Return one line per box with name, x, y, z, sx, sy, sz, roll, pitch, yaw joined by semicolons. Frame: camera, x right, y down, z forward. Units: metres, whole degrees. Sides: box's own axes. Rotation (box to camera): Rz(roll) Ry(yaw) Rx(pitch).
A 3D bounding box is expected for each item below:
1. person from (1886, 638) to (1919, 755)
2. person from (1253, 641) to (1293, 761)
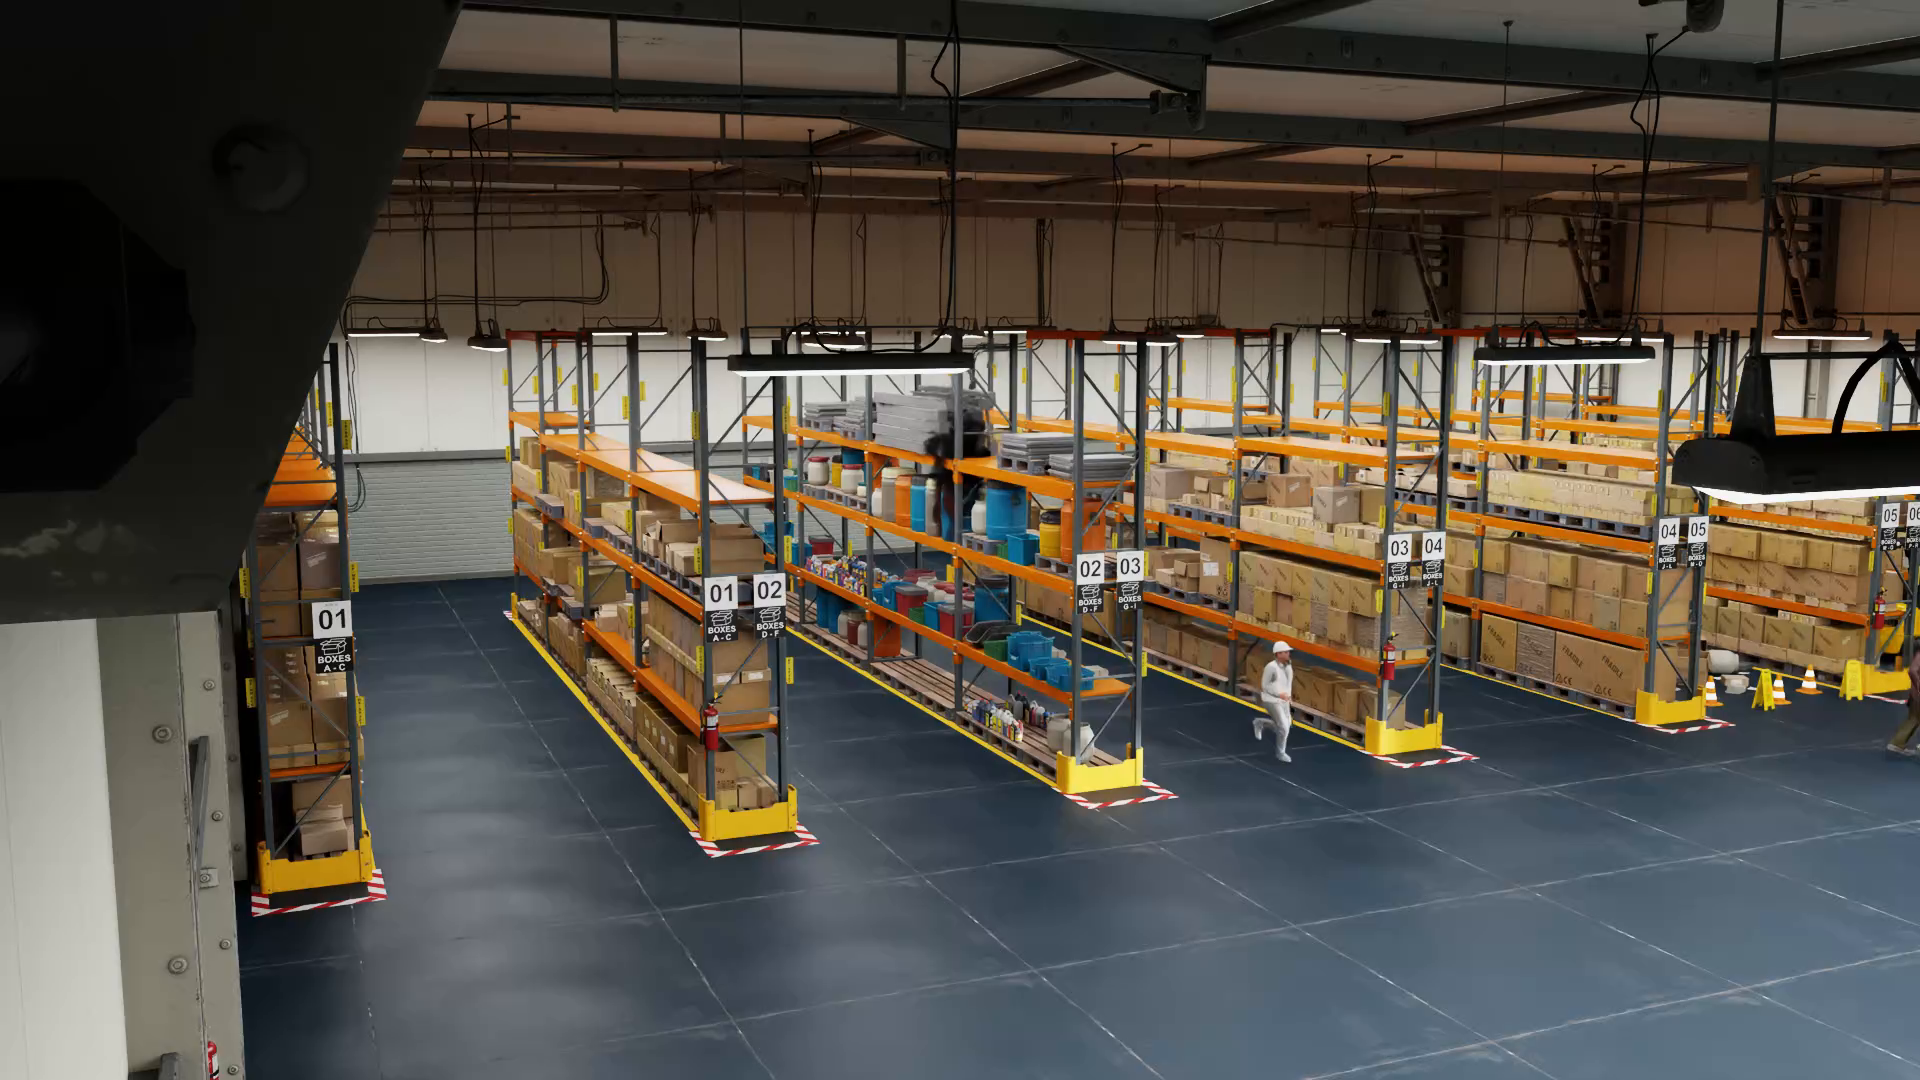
person;13.693;2.259;23.639;0.829;1.837;0.681;2;8;15
person;4.478;2.278;23.745;0.704;1.736;0.688;7;11;42
